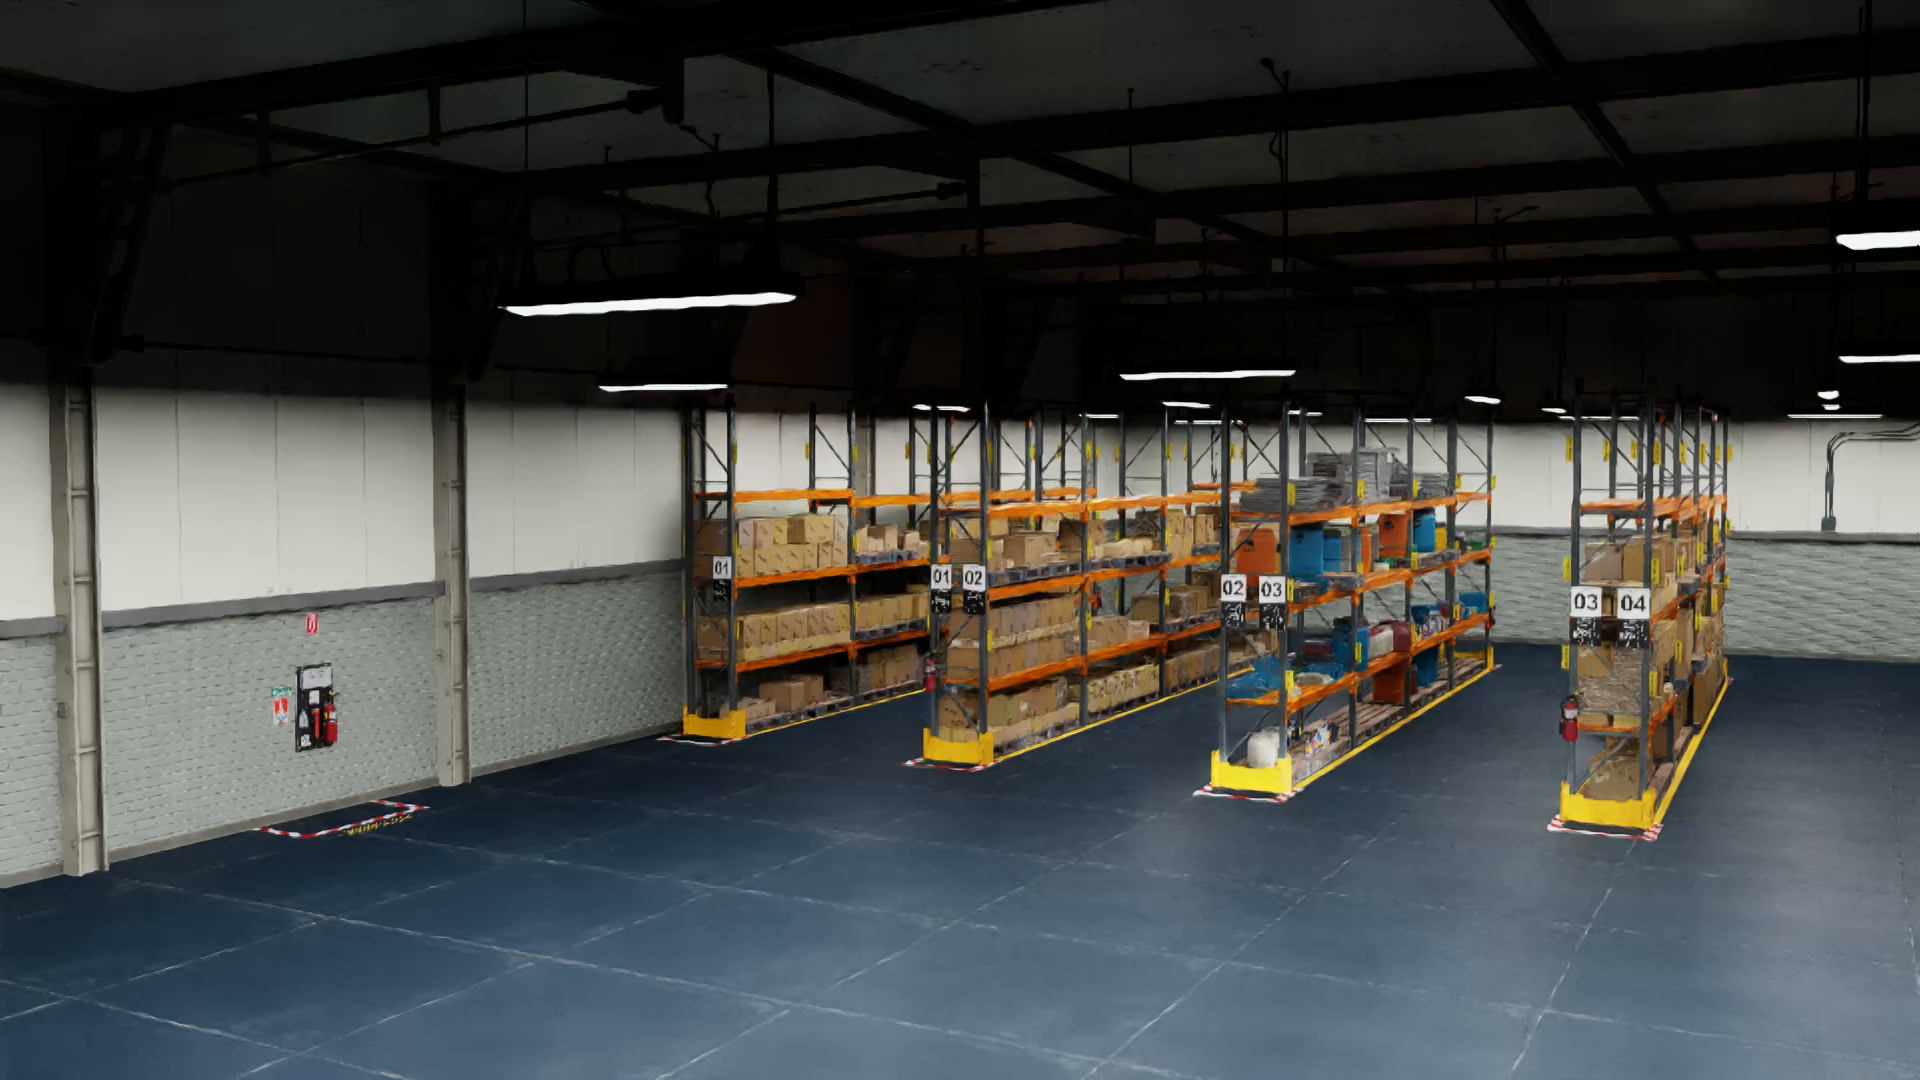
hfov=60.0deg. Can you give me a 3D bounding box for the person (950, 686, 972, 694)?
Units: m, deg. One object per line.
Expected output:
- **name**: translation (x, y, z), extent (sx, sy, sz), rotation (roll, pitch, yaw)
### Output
- **person**: translation (0.069, 2.487, 31.424), extent (0.556, 1.712, 1.030), rotation (2, 3, 27)
